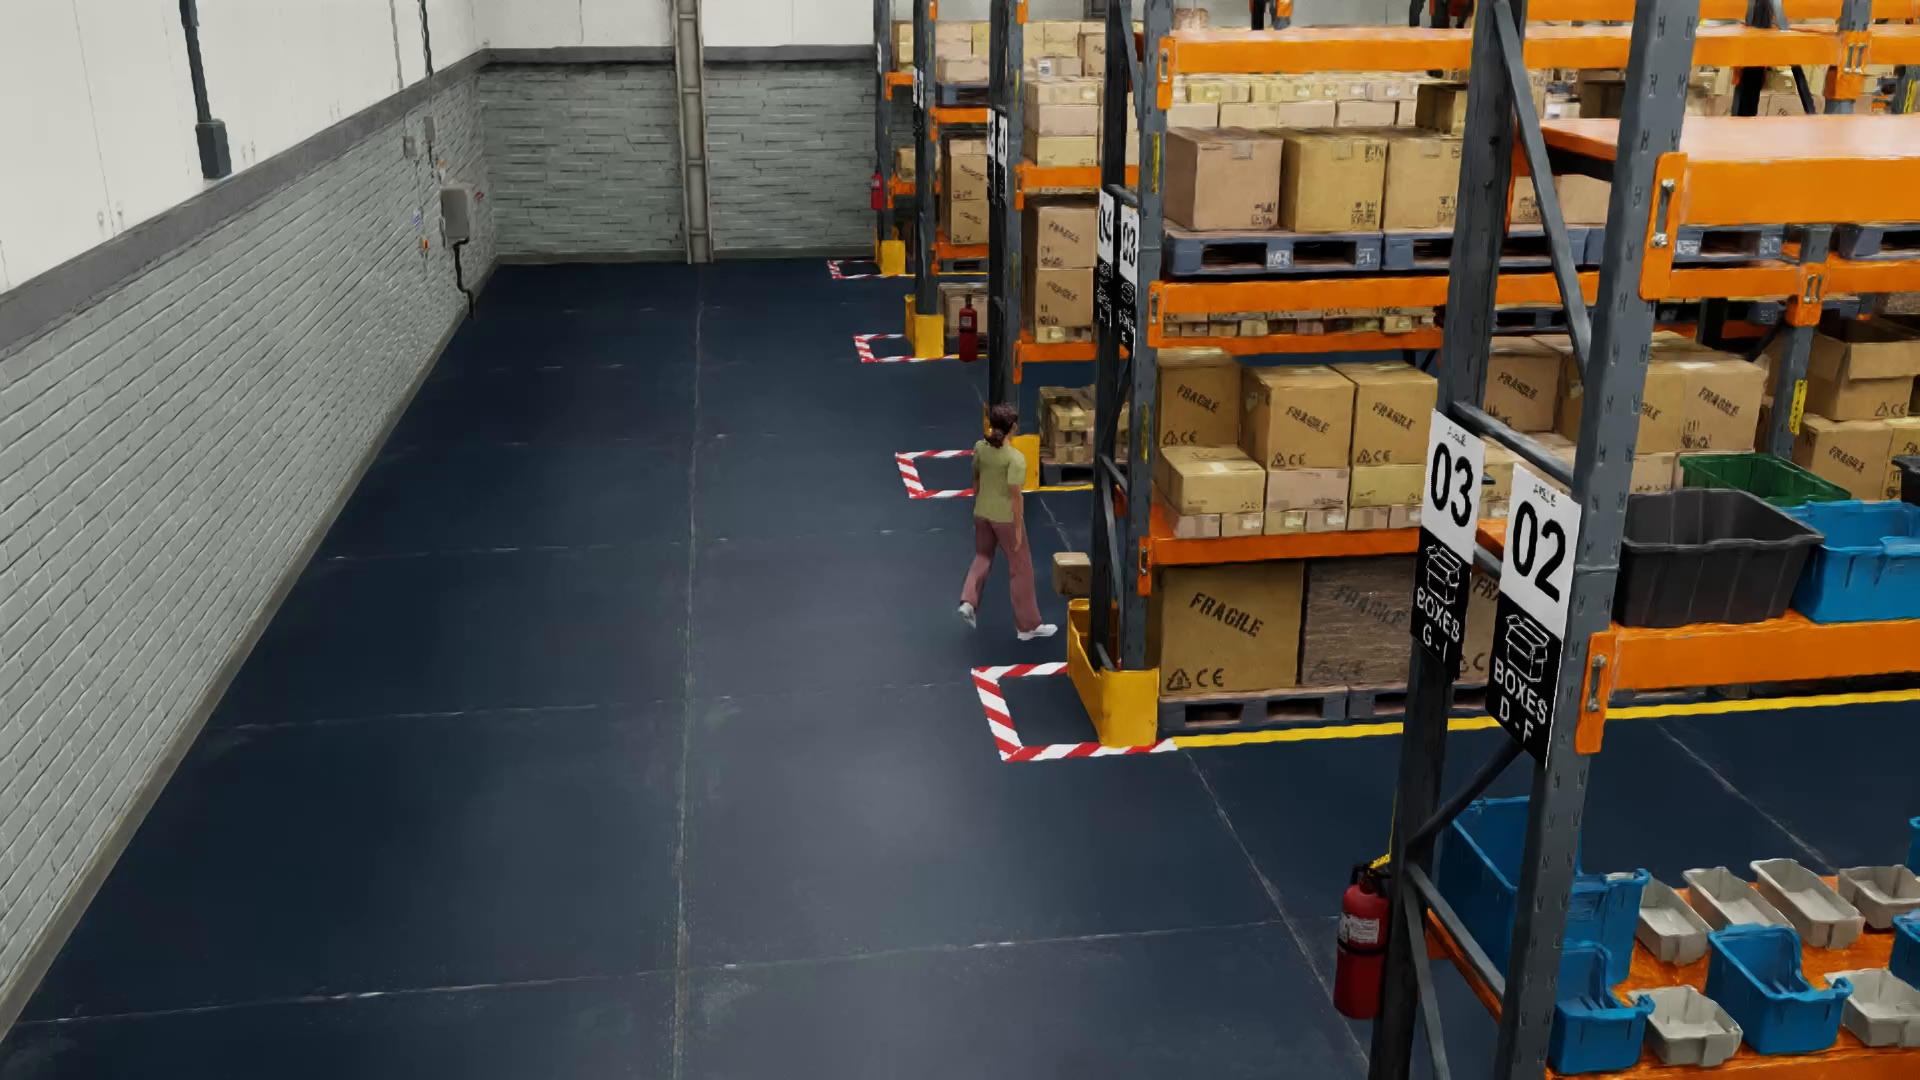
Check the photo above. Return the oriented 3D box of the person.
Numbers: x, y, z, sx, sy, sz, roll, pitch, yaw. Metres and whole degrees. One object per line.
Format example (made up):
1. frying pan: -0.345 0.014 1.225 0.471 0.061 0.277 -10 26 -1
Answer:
1. person: 0.280 0.001 11.386 0.600 1.419 0.589 15 25 35
